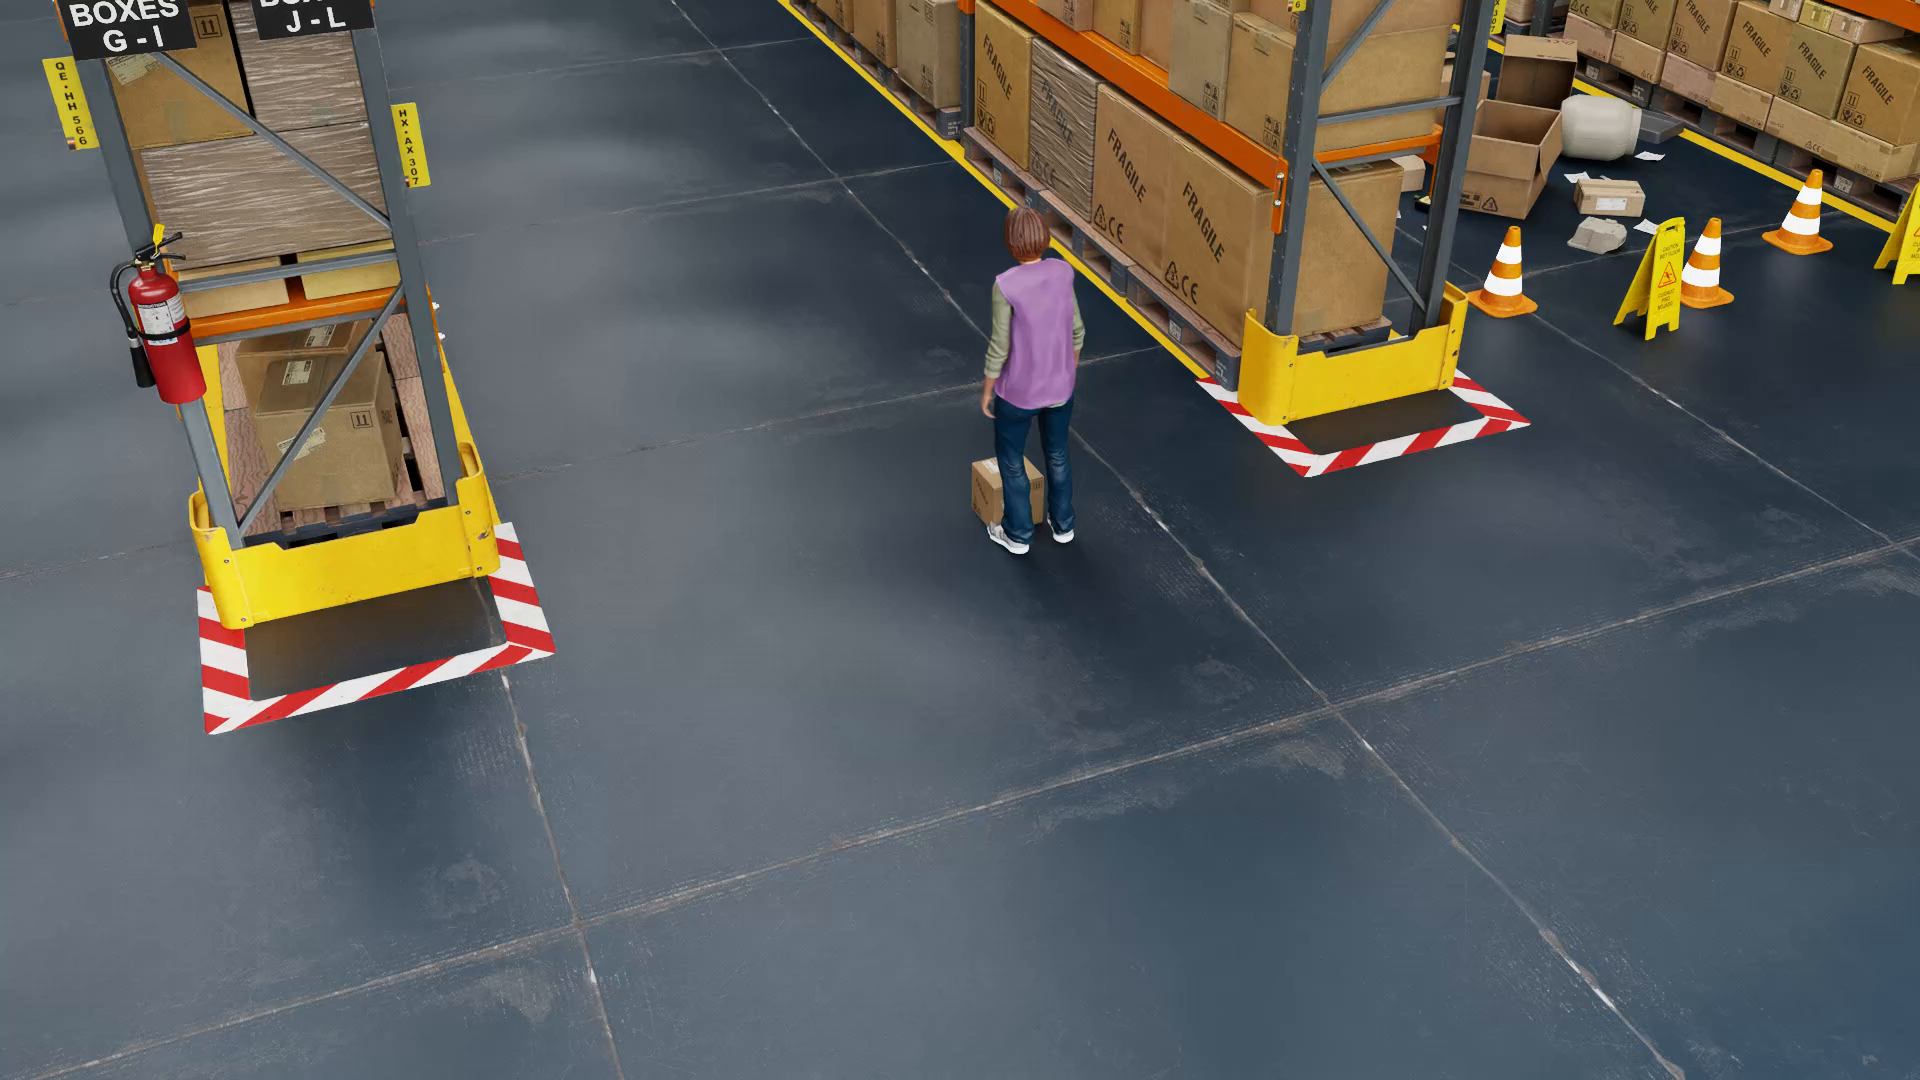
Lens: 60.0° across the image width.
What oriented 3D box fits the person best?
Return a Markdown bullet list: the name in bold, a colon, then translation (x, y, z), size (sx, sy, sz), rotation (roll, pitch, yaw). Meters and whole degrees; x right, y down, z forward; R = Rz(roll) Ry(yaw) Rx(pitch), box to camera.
- **person**: translation (0.314, -0.655, 7.125), size (0.485, 1.593, 0.344), rotation (-15, 37, -21)
